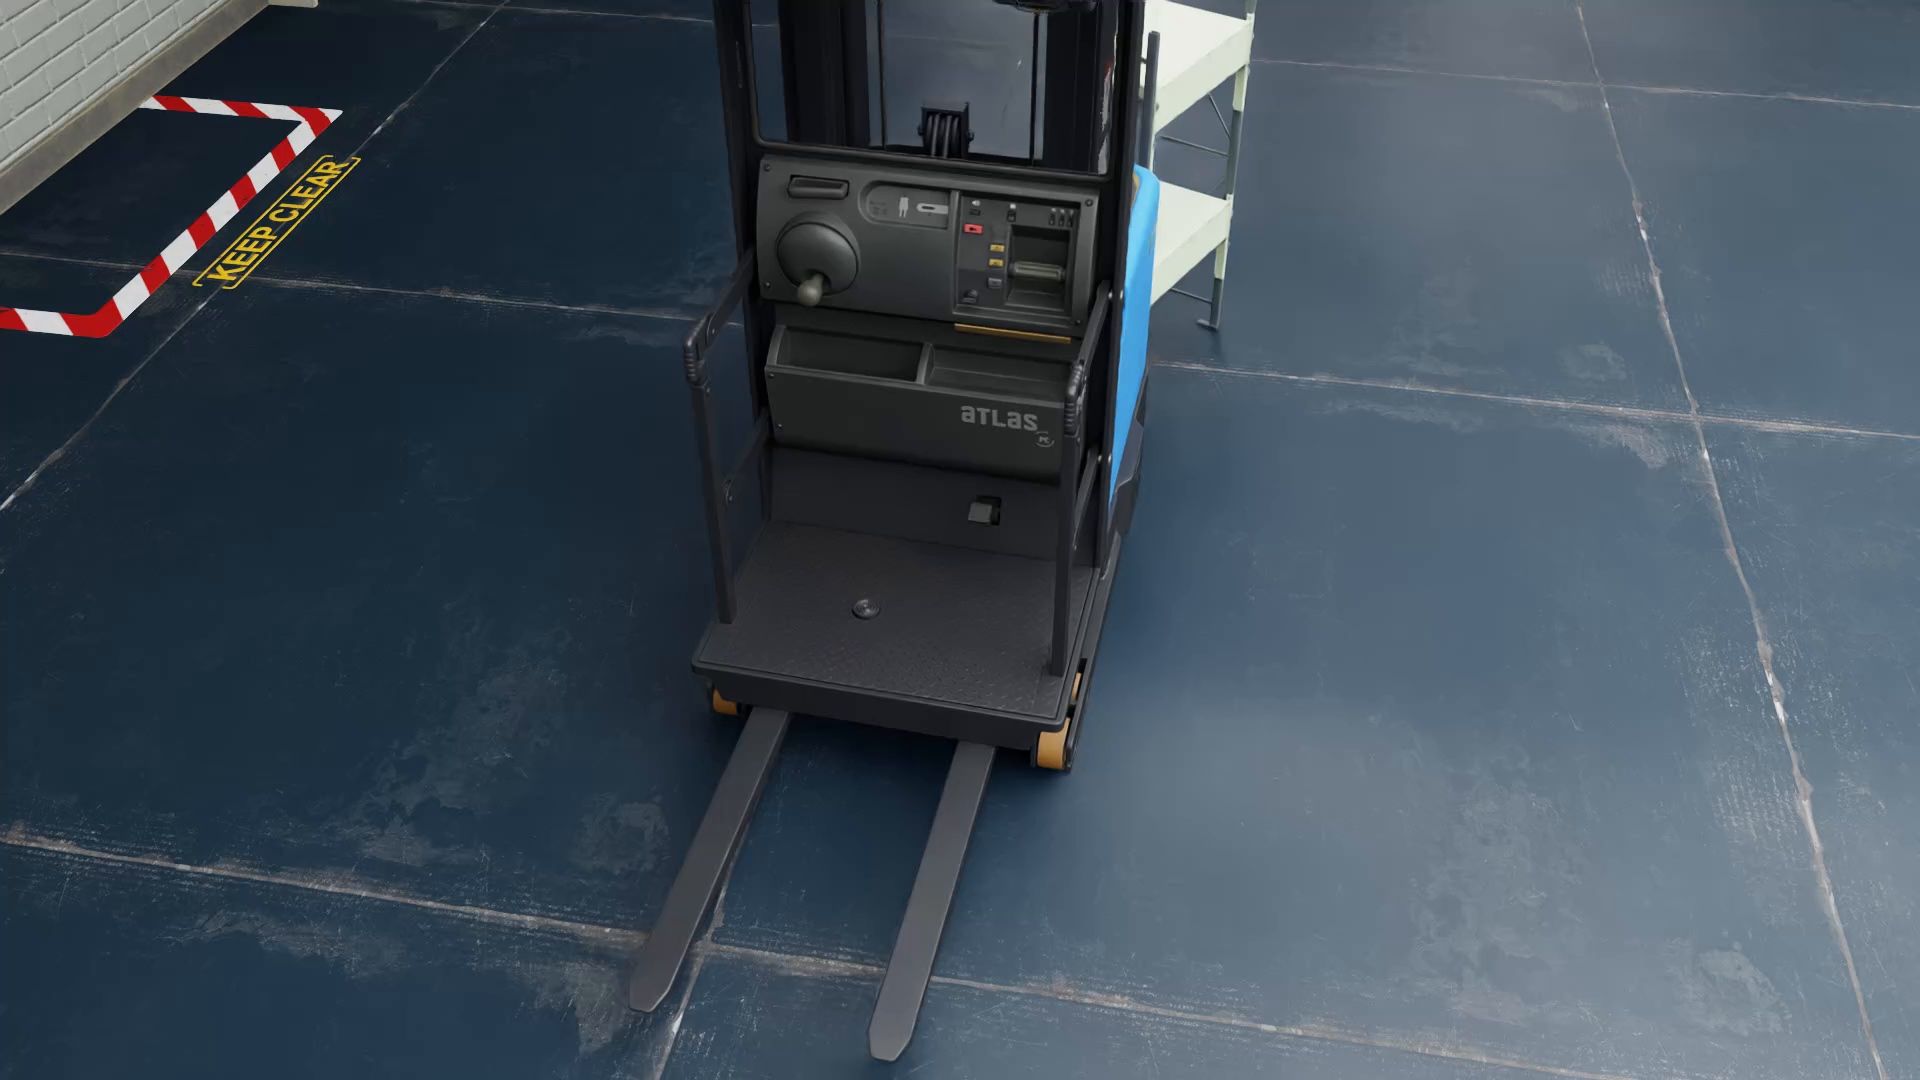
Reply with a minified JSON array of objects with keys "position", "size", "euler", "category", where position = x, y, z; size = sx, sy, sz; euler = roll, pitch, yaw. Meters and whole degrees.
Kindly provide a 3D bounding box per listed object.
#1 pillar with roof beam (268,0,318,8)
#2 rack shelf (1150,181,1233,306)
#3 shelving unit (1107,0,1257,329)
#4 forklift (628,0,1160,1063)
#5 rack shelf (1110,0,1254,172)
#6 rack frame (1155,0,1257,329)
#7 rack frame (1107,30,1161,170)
[{"position":[0.477,-6.140,6.114],"size":[9.100,9.000,0.400],"euler":[6,40,8],"category":"pillar with roof beam"},{"position":[0.683,-1.072,6.381],"size":[0.431,0.370,0.720],"euler":[23,45,26],"category":"rack shelf"},{"position":[0.683,-1.323,6.173],"size":[0.431,1.500,0.755],"euler":[23,45,26],"category":"shelving unit"},{"position":[-0.143,-0.717,4.317],"size":[1.130,2.935,3.031],"euler":[8,40,10],"category":"forklift"},{"position":[0.683,-1.624,5.925],"size":[0.431,0.370,0.720],"euler":[23,45,26],"category":"rack shelf"},{"position":[0.887,-1.517,6.407],"size":[0.400,1.500,0.023],"euler":[23,45,26],"category":"rack frame"},{"position":[0.478,-1.130,5.939],"size":[0.400,1.500,0.023],"euler":[23,45,26],"category":"rack frame"}]
